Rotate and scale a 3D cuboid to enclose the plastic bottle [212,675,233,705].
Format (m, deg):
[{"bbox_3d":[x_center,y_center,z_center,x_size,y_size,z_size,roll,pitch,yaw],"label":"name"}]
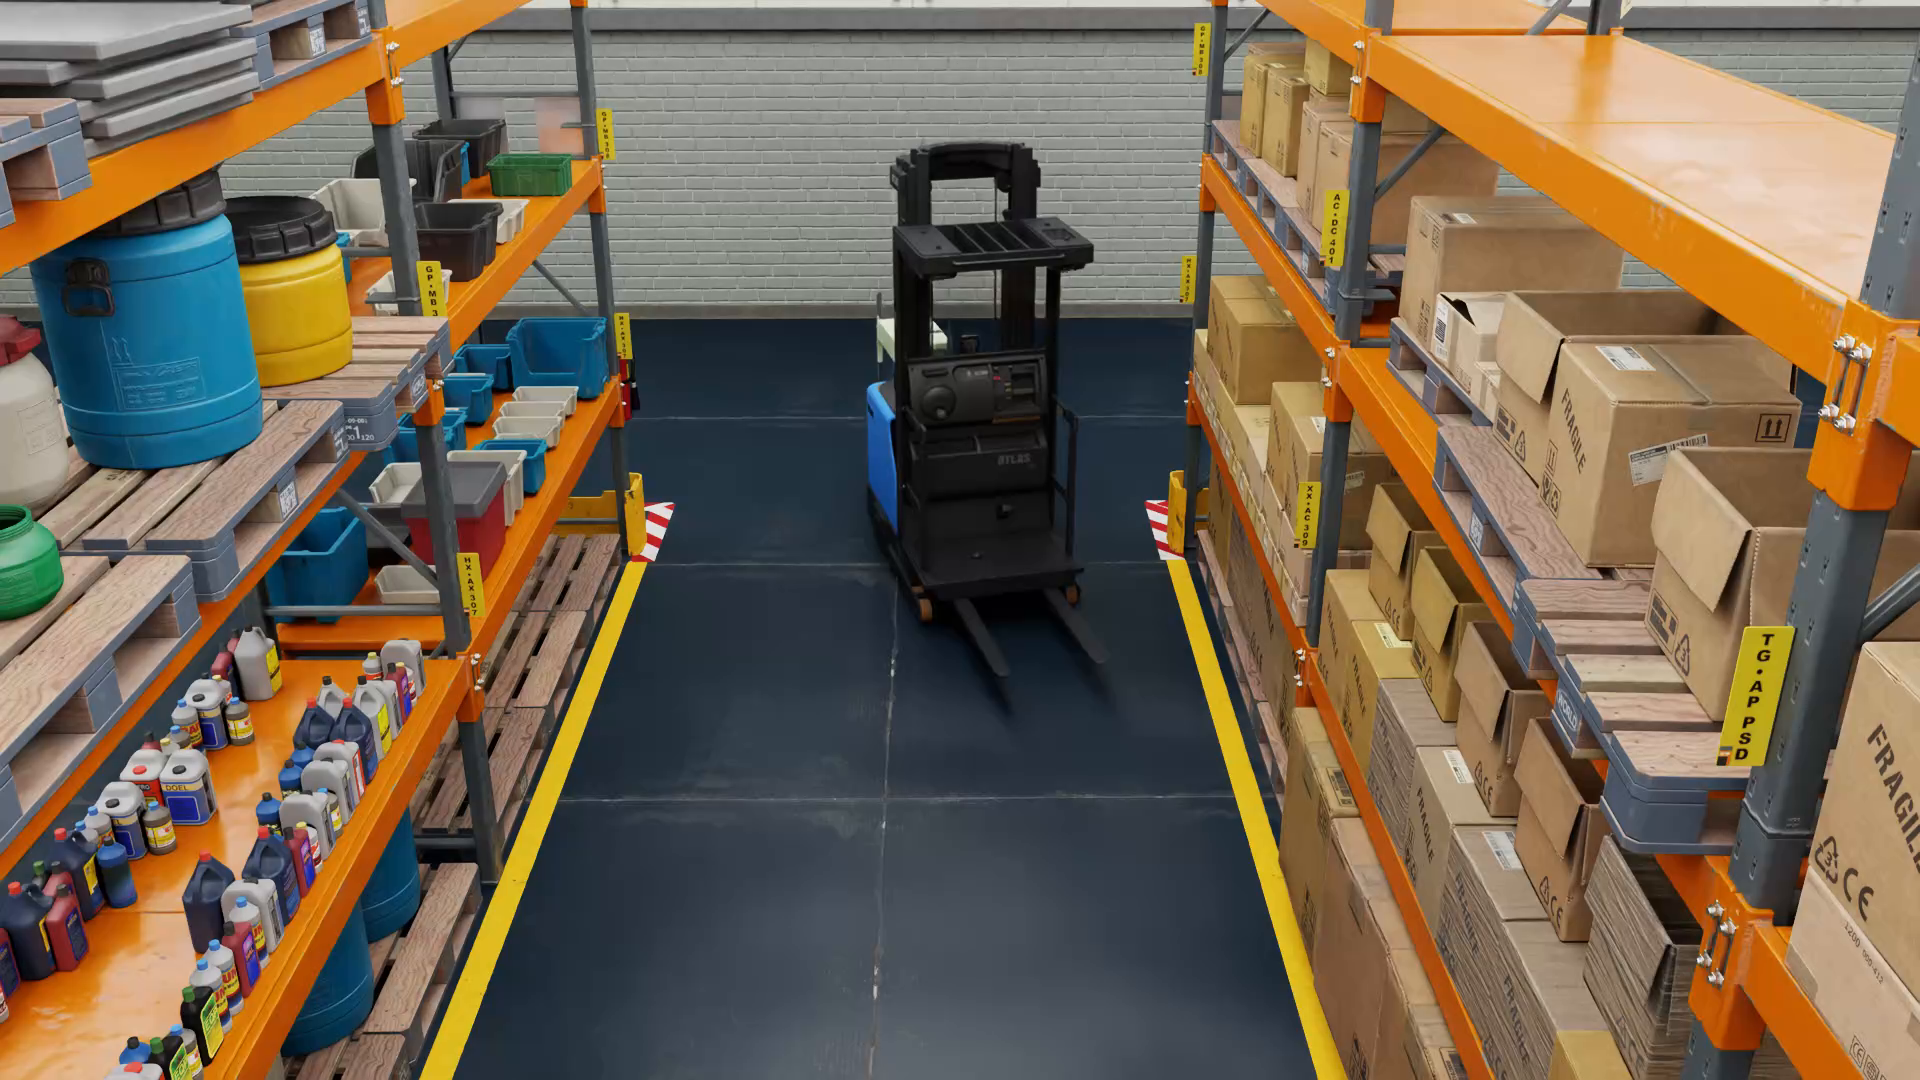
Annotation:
[{"bbox_3d":[-3.212,0.683,7.225,0.097,0.201,0.097,0,24,0],"label":"plastic bottle"}]

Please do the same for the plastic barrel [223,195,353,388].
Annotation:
[{"bbox_3d":[-2.598,-0.932,6.175,0.600,0.588,0.600,0,24,0],"label":"plastic barrel"}]

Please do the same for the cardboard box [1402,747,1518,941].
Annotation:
[{"bbox_3d":[1.919,1.086,5.971,0.500,0.500,0.500,0,24,0],"label":"cardboard box"}]

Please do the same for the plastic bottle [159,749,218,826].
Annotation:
[{"bbox_3d":[-3.024,0.967,6.506,0.152,0.276,0.135,0,24,-1],"label":"plastic bottle"}]

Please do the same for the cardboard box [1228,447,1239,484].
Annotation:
[{"bbox_3d":[1.790,-0.438,9.766,0.380,0.149,0.250,-1,24,-2],"label":"cardboard box"}]

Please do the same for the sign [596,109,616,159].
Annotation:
[{"bbox_3d":[-2.304,-2.640,10.816,0.100,0.325,0.005,0,24,-1],"label":"sign"}]

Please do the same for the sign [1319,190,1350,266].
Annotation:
[{"bbox_3d":[1.587,-1.321,7.050,0.100,0.325,0.005,0,24,-1],"label":"sign"}]

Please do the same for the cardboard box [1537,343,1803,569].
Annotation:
[{"bbox_3d":[2.010,-0.247,4.769,0.500,0.500,0.500,1,24,2],"label":"cardboard box"}]

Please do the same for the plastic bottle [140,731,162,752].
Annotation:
[{"bbox_3d":[-3.223,0.909,6.625,0.061,0.283,0.133,0,24,-1],"label":"plastic bottle"}]

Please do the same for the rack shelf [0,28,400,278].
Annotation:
[{"bbox_3d":[-2.789,-1.062,4.921,1.077,0.370,4.000,0,24,-1],"label":"rack shelf"}]

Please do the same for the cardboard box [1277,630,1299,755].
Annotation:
[{"bbox_3d":[2.215,0.819,8.751,0.875,0.875,0.875,0,24,-1],"label":"cardboard box"}]

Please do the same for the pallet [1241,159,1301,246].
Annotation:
[{"bbox_3d":[2.133,-1.850,9.052,1.003,0.211,1.213,0,24,-1],"label":"pallet"}]

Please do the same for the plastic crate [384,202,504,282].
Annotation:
[{"bbox_3d":[-2.550,-1.483,8.292,0.497,0.269,0.590,0,24,-1],"label":"plastic crate"}]

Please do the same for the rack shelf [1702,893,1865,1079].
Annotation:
[{"bbox_3d":[2.208,1.748,1.861,1.077,0.370,4.000,0,24,-1],"label":"rack shelf"}]

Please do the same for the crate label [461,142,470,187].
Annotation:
[{"bbox_3d":[-3.167,-2.229,9.962,0.408,0.251,0.502,0,24,-1],"label":"crate label"}]

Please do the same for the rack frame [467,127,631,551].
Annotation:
[{"bbox_3d":[-2.854,-1.311,11.393,1.000,3.000,0.127,0,24,-1],"label":"rack frame"}]

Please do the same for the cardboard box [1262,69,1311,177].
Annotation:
[{"bbox_3d":[2.097,-2.324,9.238,0.700,0.500,0.500,-2,24,-4],"label":"cardboard box"}]

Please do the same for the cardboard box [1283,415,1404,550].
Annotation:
[{"bbox_3d":[1.870,-0.282,8.029,0.500,0.500,0.500,0,24,1],"label":"cardboard box"}]

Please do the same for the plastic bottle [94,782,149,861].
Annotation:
[{"bbox_3d":[-3.174,1.063,6.294,0.152,0.276,0.135,0,24,-1],"label":"plastic bottle"}]

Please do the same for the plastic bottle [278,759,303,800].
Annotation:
[{"bbox_3d":[-2.597,0.979,6.486,0.097,0.271,0.097,0,24,0],"label":"plastic bottle"}]

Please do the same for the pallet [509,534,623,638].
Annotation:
[{"bbox_3d":[-2.884,0.299,11.216,1.003,0.211,1.213,0,24,-1],"label":"pallet"}]

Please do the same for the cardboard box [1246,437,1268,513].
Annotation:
[{"bbox_3d":[1.861,-0.357,9.103,0.500,0.250,0.500,0,24,1],"label":"cardboard box"}]

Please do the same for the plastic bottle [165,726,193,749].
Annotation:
[{"bbox_3d":[-3.208,0.859,6.836,0.097,0.201,0.097,0,24,0],"label":"plastic bottle"}]

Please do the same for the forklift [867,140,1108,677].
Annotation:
[{"bbox_3d":[0.177,-0.965,10.711,1.130,2.935,3.031,-6,25,-13],"label":"forklift"}]

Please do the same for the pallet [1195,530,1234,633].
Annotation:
[{"bbox_3d":[2.185,0.266,11.289,1.003,0.211,1.213,0,24,-1],"label":"pallet"}]

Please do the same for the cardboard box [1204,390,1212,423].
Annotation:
[{"bbox_3d":[1.780,-0.860,10.700,0.380,0.149,0.250,-1,24,-2],"label":"cardboard box"}]

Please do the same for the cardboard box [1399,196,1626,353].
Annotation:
[{"bbox_3d":[2.158,-1.050,6.544,0.700,0.500,0.500,0,24,1],"label":"cardboard box"}]

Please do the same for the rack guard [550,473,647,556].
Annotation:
[{"bbox_3d":[-2.867,-0.182,11.930,1.175,0.500,0.348,0,24,-1],"label":"rack guard"}]

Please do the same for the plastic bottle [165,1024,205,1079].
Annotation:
[{"bbox_3d":[-2.429,1.602,5.191,0.097,0.201,0.097,0,24,0],"label":"plastic bottle"}]

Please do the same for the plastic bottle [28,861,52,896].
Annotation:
[{"bbox_3d":[-3.214,1.271,5.824,0.061,0.283,0.133,0,24,-1],"label":"plastic bottle"}]

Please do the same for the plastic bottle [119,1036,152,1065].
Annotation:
[{"bbox_3d":[-2.488,1.626,5.055,0.097,0.271,0.097,0,24,0],"label":"plastic bottle"}]

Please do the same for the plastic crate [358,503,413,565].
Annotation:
[{"bbox_3d":[-3.091,-0.025,8.810,0.437,0.125,0.590,0,24,-1],"label":"plastic crate"}]

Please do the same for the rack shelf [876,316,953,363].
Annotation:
[{"bbox_3d":[-0.348,-1.423,12.513,0.431,0.370,0.720,-6,25,-13],"label":"rack shelf"}]

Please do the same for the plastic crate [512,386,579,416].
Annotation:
[{"bbox_3d":[-2.664,-0.883,10.694,0.396,0.136,0.243,0,24,-1],"label":"plastic crate"}]

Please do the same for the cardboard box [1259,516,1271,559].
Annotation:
[{"bbox_3d":[1.803,-0.013,8.827,0.380,0.149,0.250,0,24,0],"label":"cardboard box"}]

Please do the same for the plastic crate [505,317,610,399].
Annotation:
[{"bbox_3d":[-2.664,-1.218,11.070,0.616,0.435,0.499,0,24,-1],"label":"plastic crate"}]

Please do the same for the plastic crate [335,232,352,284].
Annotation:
[{"bbox_3d":[-3.140,-1.327,7.991,0.416,0.233,0.300,0,24,-1],"label":"plastic crate"}]

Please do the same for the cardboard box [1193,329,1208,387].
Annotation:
[{"bbox_3d":[1.834,-1.202,10.972,0.500,0.250,0.500,-1,24,-2],"label":"cardboard box"}]

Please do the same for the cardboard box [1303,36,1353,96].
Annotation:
[{"bbox_3d":[2.110,-2.492,8.701,0.500,0.250,0.500,-1,24,-2],"label":"cardboard box"}]

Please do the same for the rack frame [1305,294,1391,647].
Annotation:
[{"bbox_3d":[2.142,0.315,7.798,1.000,3.000,0.127,0,24,-1],"label":"rack frame"}]

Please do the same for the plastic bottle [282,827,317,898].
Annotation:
[{"bbox_3d":[-2.421,1.155,6.080,0.061,0.283,0.133,0,24,-1],"label":"plastic bottle"}]

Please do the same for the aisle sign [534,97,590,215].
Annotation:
[{"bbox_3d":[-2.562,-2.527,10.926,0.394,0.787,0.004,0,24,-1],"label":"aisle sign"}]

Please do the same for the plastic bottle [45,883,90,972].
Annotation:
[{"bbox_3d":[-3.068,1.326,5.704,0.061,0.283,0.133,0,24,-1],"label":"plastic bottle"}]

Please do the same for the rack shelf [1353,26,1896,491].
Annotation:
[{"bbox_3d":[2.164,-1.085,4.970,1.077,0.370,4.000,0,24,-1],"label":"rack shelf"}]

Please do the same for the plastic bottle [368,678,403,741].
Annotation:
[{"bbox_3d":[-2.479,0.705,7.085,0.152,0.276,0.135,0,24,-1],"label":"plastic bottle"}]

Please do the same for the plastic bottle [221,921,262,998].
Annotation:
[{"bbox_3d":[-2.415,1.382,5.579,0.061,0.283,0.133,0,24,-1],"label":"plastic bottle"}]

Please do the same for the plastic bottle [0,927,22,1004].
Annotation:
[{"bbox_3d":[-3.210,1.403,5.534,0.061,0.283,0.133,0,24,-1],"label":"plastic bottle"}]

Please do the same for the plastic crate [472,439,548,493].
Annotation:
[{"bbox_3d":[-2.575,-0.417,9.546,0.416,0.233,0.300,0,24,-1],"label":"plastic crate"}]

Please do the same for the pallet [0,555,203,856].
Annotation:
[{"bbox_3d":[-2.678,0.389,4.223,1.003,0.211,1.213,0,24,-1],"label":"pallet"}]

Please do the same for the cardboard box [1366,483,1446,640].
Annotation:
[{"bbox_3d":[2.157,0.075,6.988,0.797,0.503,0.637,-1,24,-2],"label":"cardboard box"}]

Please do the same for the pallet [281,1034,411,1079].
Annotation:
[{"bbox_3d":[-2.828,2.430,6.505,1.003,0.211,1.213,0,24,-1],"label":"pallet"}]

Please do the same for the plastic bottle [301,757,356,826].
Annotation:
[{"bbox_3d":[-2.472,0.968,6.503,0.152,0.276,0.135,0,24,-1],"label":"plastic bottle"}]

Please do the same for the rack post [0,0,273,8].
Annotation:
[{"bbox_3d":[-2.833,-2.015,5.760,0.937,0.300,0.954,-1,24,-2],"label":"rack post"}]

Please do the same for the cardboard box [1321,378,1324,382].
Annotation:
[{"bbox_3d":[2.380,-0.784,10.047,0.500,0.250,0.500,-1,24,-2],"label":"cardboard box"}]

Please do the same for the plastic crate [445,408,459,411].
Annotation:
[{"bbox_3d":[-3.253,-0.703,10.295,0.250,0.136,0.298,0,24,-1],"label":"plastic crate"}]

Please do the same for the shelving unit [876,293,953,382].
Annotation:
[{"bbox_3d":[-0.348,-1.067,12.673,0.431,1.500,0.755,-6,25,-13],"label":"shelving unit"}]

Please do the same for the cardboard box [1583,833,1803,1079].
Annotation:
[{"bbox_3d":[2.194,1.159,4.592,0.797,0.503,0.637,1,24,1],"label":"cardboard box"}]
